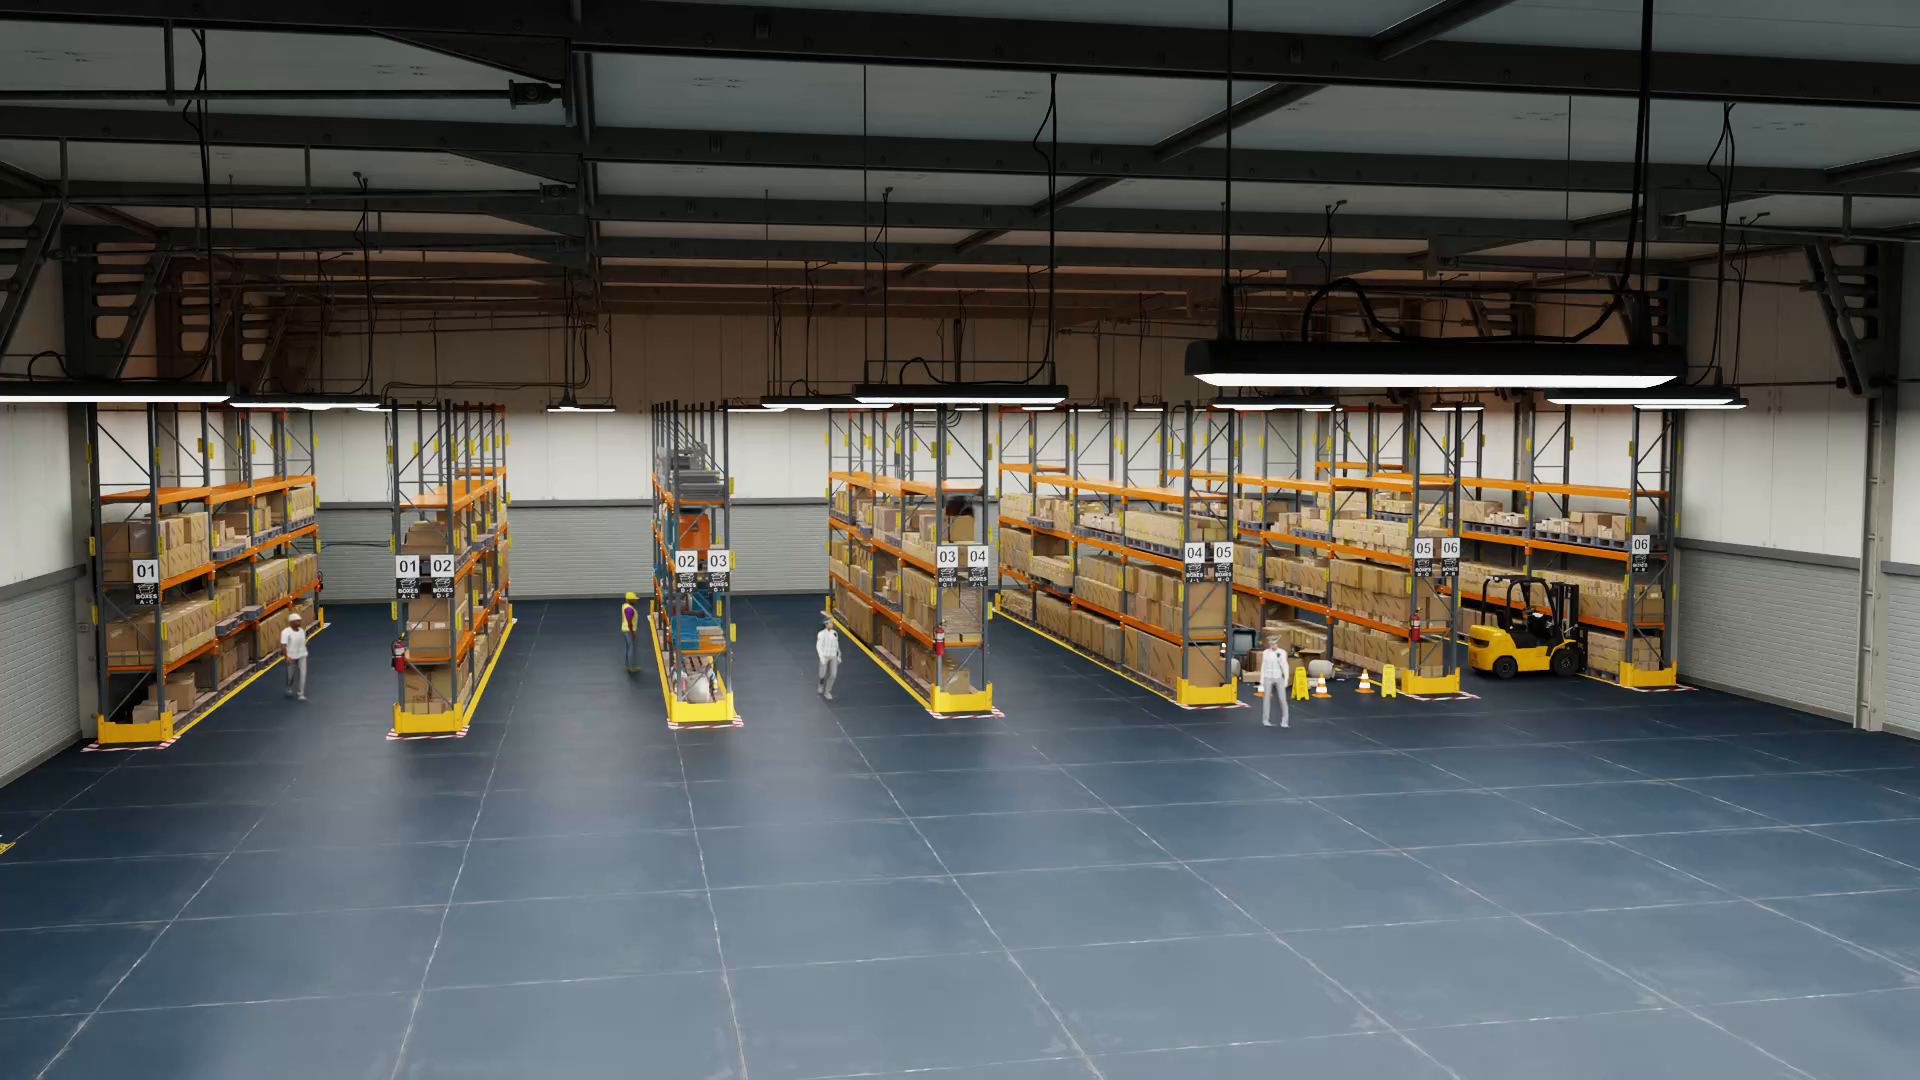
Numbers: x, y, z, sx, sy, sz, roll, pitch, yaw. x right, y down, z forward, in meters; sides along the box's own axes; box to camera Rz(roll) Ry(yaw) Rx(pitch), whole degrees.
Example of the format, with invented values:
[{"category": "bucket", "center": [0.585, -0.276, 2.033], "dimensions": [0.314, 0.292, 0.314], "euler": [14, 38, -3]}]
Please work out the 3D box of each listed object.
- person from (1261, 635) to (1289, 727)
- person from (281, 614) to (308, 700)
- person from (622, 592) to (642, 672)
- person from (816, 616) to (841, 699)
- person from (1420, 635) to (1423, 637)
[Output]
[{"category": "person", "center": [5.798, 2.584, 30.620], "dimensions": [0.545, 1.664, 0.380], "euler": [2, 5, 27]}, {"category": "person", "center": [-13.372, 2.341, 33.401], "dimensions": [0.516, 1.728, 0.926], "euler": [-2, 5, -27]}, {"category": "person", "center": [-7.302, 2.039, 37.026], "dimensions": [0.418, 1.769, 0.633], "euler": [-1, 5, -18]}, {"category": "person", "center": [-2.663, 2.374, 33.742], "dimensions": [0.584, 1.671, 0.614], "euler": [-2, 5, -27]}, {"category": "person", "center": [10.515, 1.959, 38.250], "dimensions": [0.460, 1.783, 0.652], "euler": [1, 4, 15]}]
